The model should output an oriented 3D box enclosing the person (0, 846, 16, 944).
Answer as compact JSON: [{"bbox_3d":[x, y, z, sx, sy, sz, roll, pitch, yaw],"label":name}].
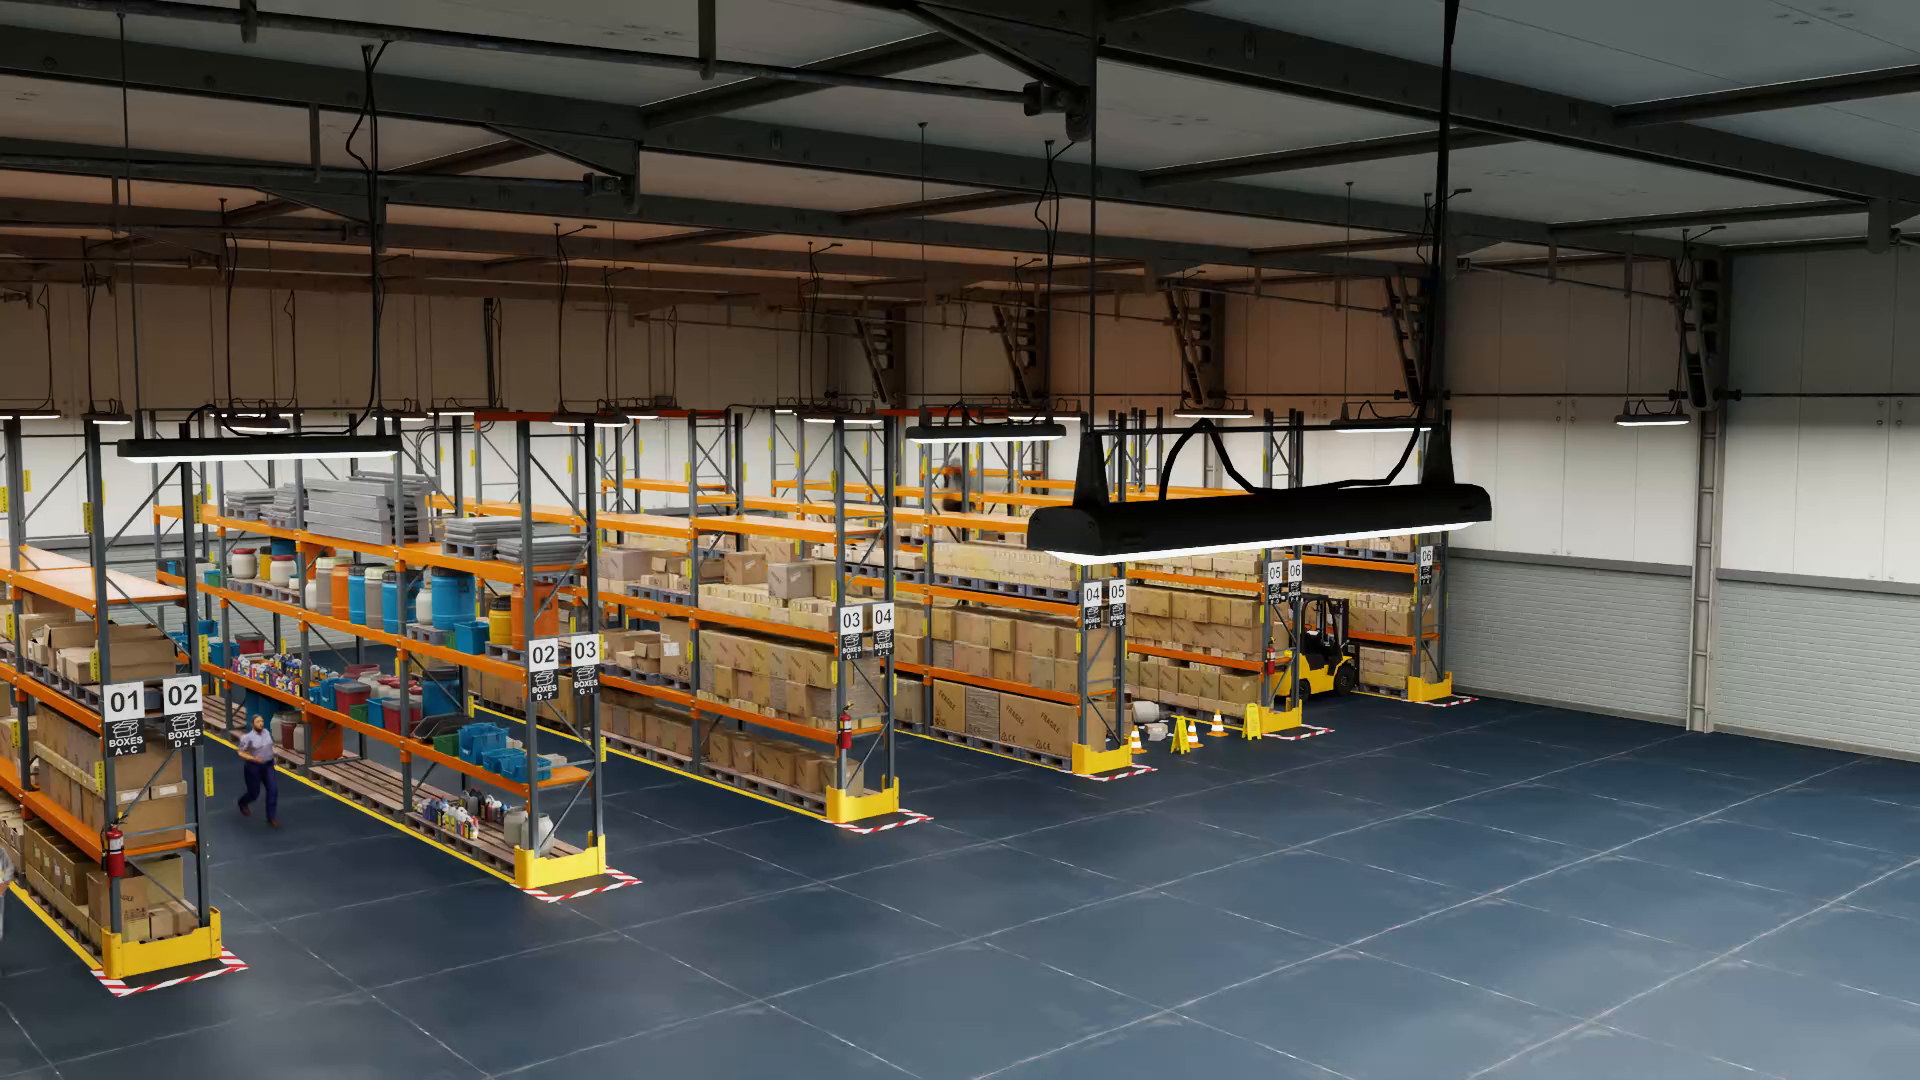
[{"bbox_3d":[-10.646,3.893,18.087,0.694,1.733,0.584,-4,7,-40],"label":"person"}]

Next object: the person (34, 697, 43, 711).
[{"bbox_3d":[-16.975,2.818,30.590,0.782,1.689,0.571,4,7,41],"label":"person"}]

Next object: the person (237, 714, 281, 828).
[{"bbox_3d":[-10.309,3.379,24.429,0.896,1.638,0.610,4,6,37],"label":"person"}]
